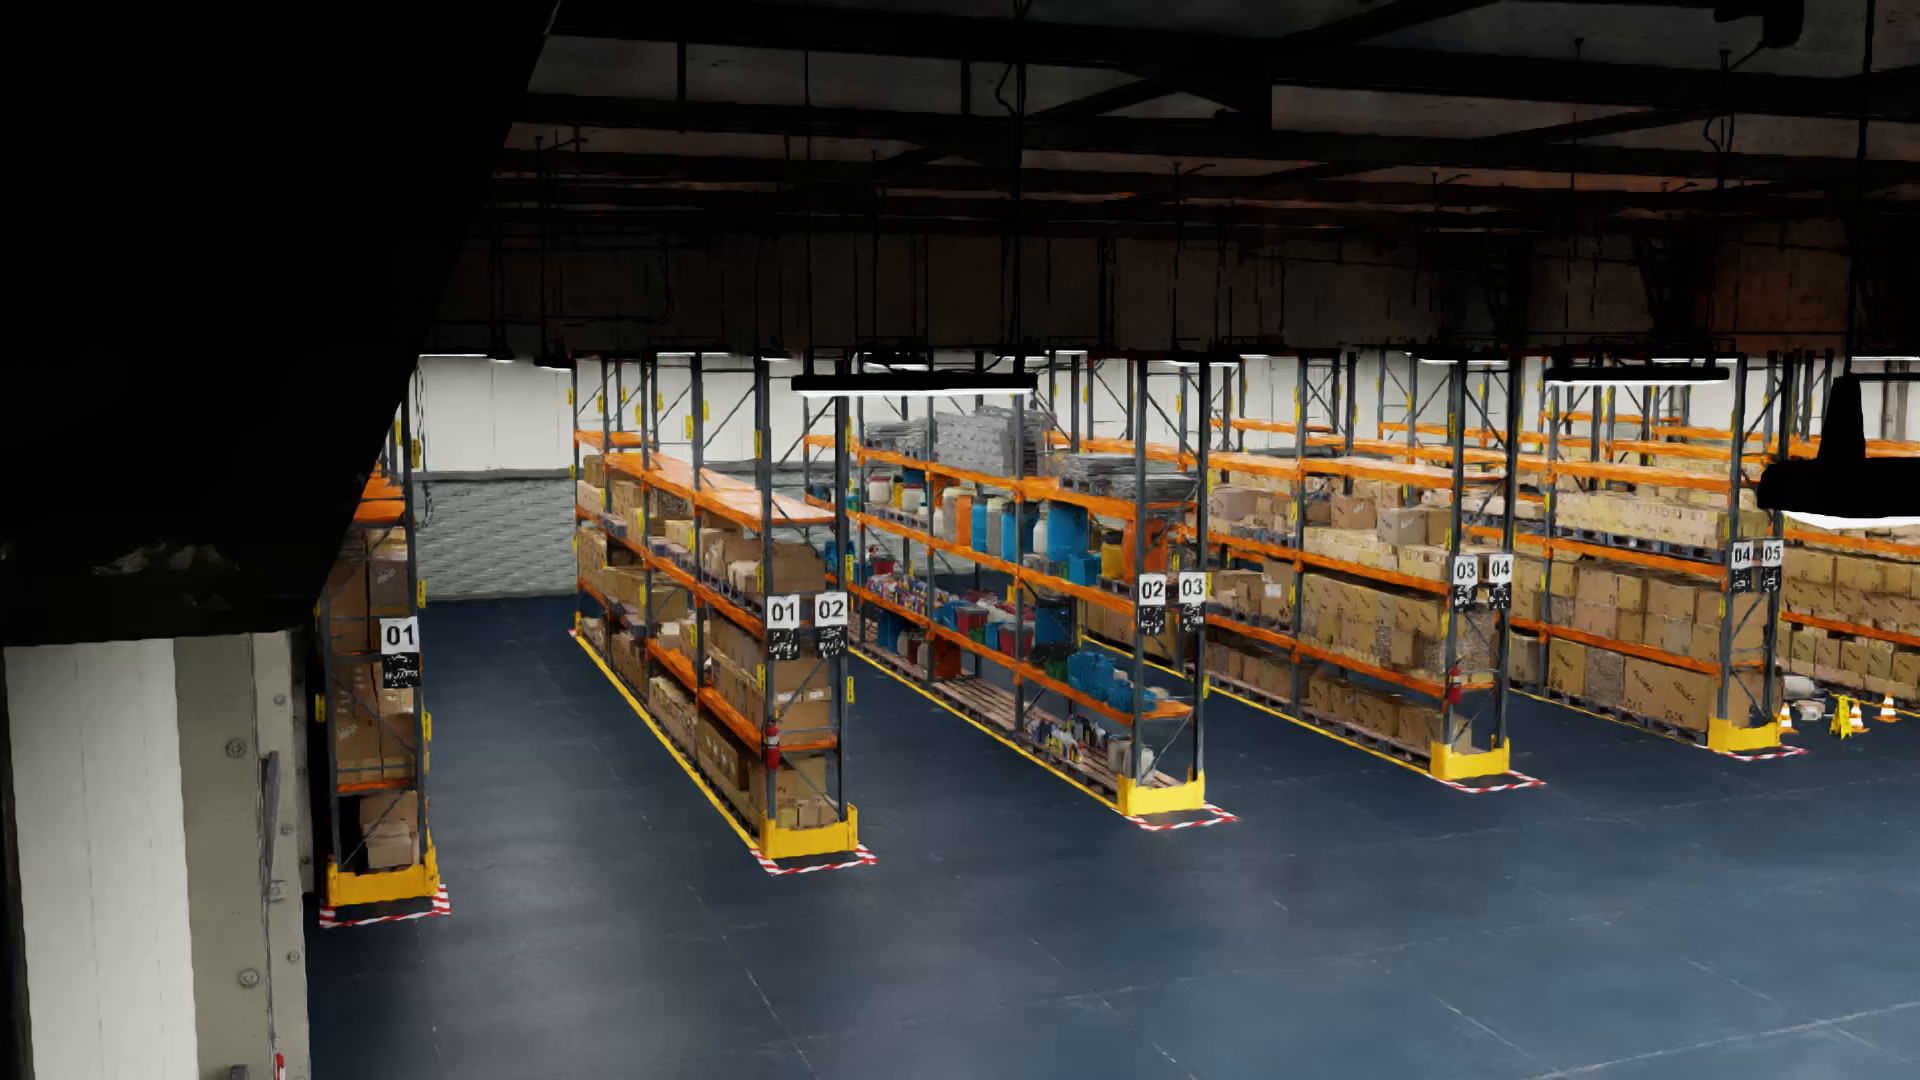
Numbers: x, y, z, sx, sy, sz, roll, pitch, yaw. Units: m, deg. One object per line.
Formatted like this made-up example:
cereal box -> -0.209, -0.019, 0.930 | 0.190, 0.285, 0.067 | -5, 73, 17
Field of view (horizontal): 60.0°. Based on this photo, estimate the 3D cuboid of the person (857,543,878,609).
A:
person -> -2.052, 0.834, 38.051 | 0.678, 1.546, 0.538 | 6, 10, 42
